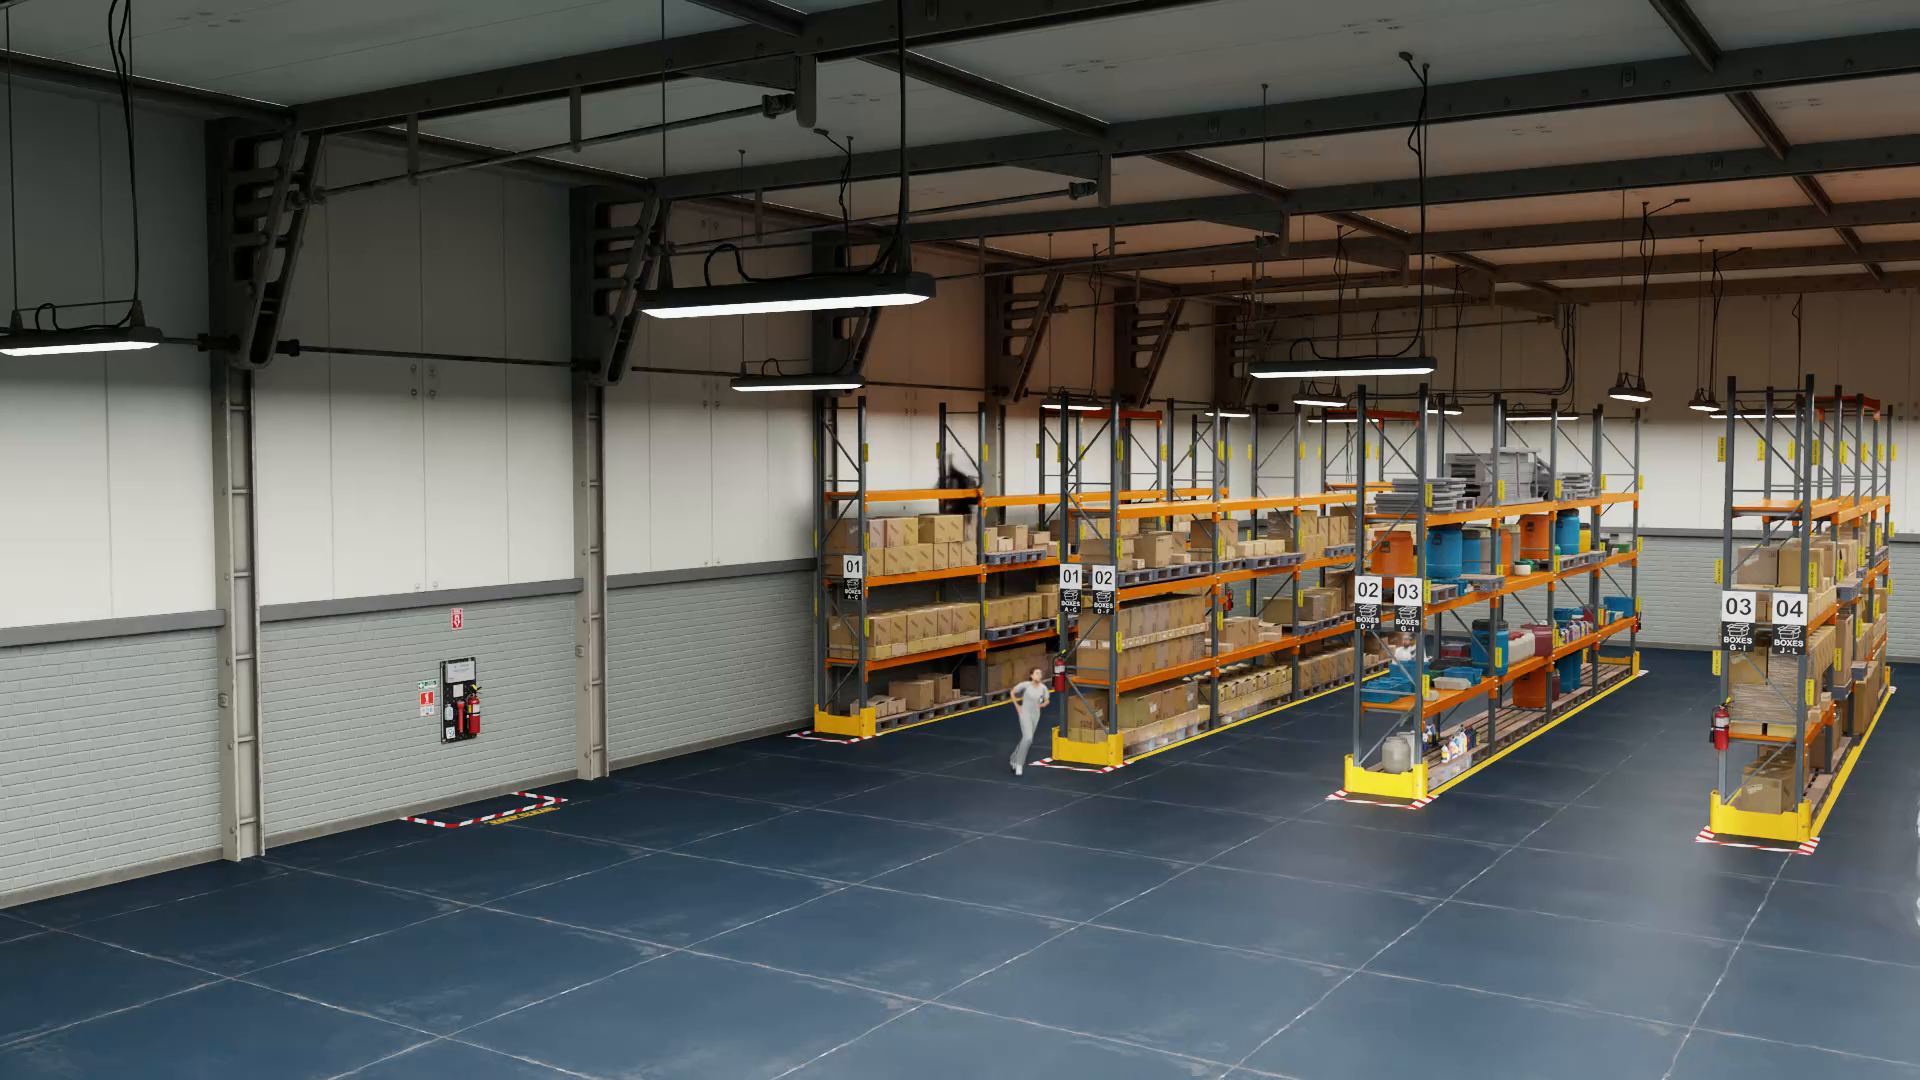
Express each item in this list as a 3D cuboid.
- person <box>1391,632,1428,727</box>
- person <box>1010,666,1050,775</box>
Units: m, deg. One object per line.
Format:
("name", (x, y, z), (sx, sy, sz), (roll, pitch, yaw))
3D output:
("person", (8.278, 2.544, 30.761), (0.626, 1.706, 0.921), (2, 4, 35))
("person", (1.083, 2.818, 26.117), (0.600, 1.695, 0.658), (-2, 3, -27))
